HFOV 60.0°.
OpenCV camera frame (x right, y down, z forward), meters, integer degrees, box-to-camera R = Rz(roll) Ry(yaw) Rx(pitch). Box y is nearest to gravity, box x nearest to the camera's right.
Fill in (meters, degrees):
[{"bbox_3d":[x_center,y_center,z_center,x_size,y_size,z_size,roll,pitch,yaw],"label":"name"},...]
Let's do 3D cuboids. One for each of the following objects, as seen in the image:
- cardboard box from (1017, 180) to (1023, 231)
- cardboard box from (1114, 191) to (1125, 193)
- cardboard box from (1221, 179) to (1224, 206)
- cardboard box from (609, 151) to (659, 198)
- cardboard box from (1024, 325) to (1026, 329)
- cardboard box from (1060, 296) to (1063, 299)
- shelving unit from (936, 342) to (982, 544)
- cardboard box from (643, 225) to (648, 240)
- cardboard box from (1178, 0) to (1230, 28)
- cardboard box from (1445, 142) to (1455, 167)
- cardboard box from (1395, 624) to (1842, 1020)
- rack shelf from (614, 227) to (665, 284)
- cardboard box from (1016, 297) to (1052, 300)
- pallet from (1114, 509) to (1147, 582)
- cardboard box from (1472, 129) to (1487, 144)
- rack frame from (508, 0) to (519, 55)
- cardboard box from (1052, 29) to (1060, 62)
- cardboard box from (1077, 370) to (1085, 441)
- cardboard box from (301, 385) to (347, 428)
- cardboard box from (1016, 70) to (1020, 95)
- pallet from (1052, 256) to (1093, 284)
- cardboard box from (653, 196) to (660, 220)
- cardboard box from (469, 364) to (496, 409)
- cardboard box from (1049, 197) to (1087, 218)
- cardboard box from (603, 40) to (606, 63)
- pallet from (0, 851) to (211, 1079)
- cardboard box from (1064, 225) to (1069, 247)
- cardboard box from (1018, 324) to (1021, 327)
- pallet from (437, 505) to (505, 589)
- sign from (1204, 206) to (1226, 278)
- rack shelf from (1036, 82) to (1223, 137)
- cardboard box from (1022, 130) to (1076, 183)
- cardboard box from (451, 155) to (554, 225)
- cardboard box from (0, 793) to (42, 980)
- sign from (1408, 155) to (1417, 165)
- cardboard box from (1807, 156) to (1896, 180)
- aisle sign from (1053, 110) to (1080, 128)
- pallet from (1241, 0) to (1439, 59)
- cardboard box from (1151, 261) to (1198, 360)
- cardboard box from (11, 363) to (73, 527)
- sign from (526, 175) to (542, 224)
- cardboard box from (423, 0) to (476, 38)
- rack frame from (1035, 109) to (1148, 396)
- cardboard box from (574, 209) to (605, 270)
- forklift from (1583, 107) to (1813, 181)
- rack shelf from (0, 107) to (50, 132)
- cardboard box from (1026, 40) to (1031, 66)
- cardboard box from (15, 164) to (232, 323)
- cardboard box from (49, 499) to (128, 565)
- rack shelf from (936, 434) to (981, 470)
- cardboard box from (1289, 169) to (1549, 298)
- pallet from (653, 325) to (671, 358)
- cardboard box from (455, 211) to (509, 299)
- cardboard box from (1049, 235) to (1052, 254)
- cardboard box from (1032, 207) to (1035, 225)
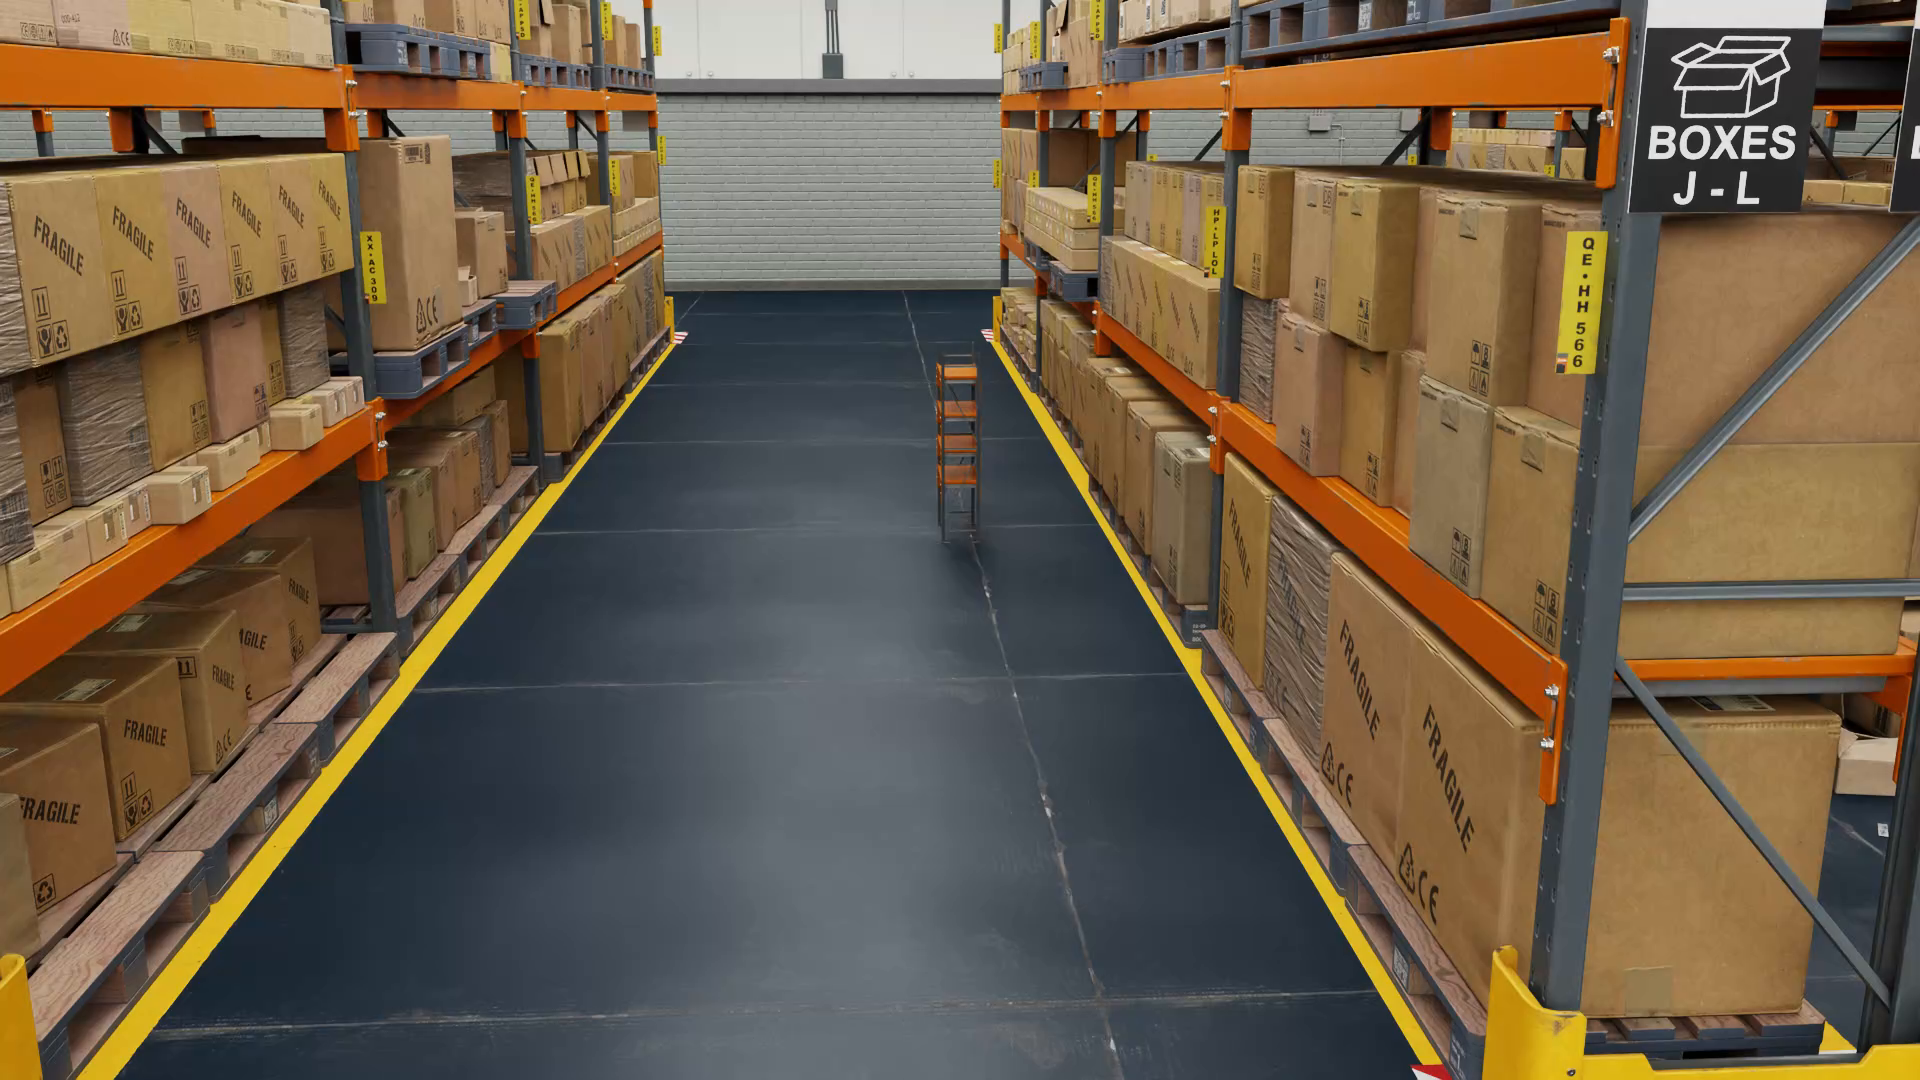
[{"bbox_3d":[0.857,-3.419,16.996,0.500,0.500,0.500,-1,14,-4],"label":"cardboard box"},{"bbox_3d":[1.498,-2.934,14.377,0.380,0.149,0.250,-1,14,-4],"label":"cardboard box"},{"bbox_3d":[1.689,-1.524,8.222,0.700,0.500,0.500,-1,14,-4],"label":"cardboard box"},{"bbox_3d":[-3.682,-4.118,18.712,0.500,0.500,0.500,-1,14,-3],"label":"cardboard box"},{"bbox_3d":[0.880,-2.225,17.436,0.380,0.149,0.250,-2,15,-6],"label":"cardboard box"},{"bbox_3d":[1.322,-2.644,18.468,0.380,0.149,0.250,-1,15,-6],"label":"cardboard box"},{"bbox_3d":[-0.010,-0.622,10.537,0.258,1.200,0.503,-1,14,-3],"label":"shelving unit"},{"bbox_3d":[-3.543,-3.277,17.748,0.380,0.149,0.250,-1,14,-3],"label":"cardboard box"},{"bbox_3d":[1.429,-2.803,8.640,0.500,0.250,0.500,-1,14,-4],"label":"cardboard box"},{"bbox_3d":[5.701,-4.234,18.756,0.500,0.500,0.500,-1,14,-5],"label":"cardboard box"},{"bbox_3d":[1.865,0.785,4.877,0.875,0.875,0.875,-1,14,-3],"label":"cardboard box"},{"bbox_3d":[-3.851,-2.955,17.435,1.077,0.370,4.000,-1,14,-3],"label":"rack shelf"},{"bbox_3d":[0.806,-2.567,18.167,0.380,0.149,0.250,0,14,-1],"label":"cardboard box"},{"bbox_3d":[1.524,-0.012,10.150,1.003,0.211,1.213,-1,14,-3],"label":"pallet"},{"bbox_3d":[5.716,-4.322,17.794,0.380,0.149,0.250,-1,14,-5],"label":"cardboard box"},{"bbox_3d":[-3.479,-4.717,10.798,1.000,3.000,0.127,-1,14,-3],"label":"rack frame"},{"bbox_3d":[1.075,-4.248,14.334,0.500,0.311,0.500,-1,14,-4],"label":"cardboard box"},{"bbox_3d":[1.176,-1.015,12.625,0.500,0.500,0.500,-1,14,-4],"label":"cardboard box"},{"bbox_3d":[-2.918,-0.583,7.278,0.380,0.149,0.250,-1,14,-3],"label":"cardboard box"},{"bbox_3d":[0.849,-4.729,17.168,0.500,0.250,0.500,-1,14,-4],"label":"cardboard box"},{"bbox_3d":[1.314,-2.261,13.681,1.003,0.211,1.213,-1,14,-3],"label":"pallet"},{"bbox_3d":[-3.680,-3.756,18.808,0.500,0.250,0.500,-1,14,-4],"label":"cardboard box"},{"bbox_3d":[-3.408,-1.011,11.063,0.500,0.250,0.500,0,14,-1],"label":"cardboard box"},{"bbox_3d":[0.912,-2.669,13.347,0.380,0.149,0.250,0,14,-1],"label":"cardboard box"},{"bbox_3d":[-3.864,-4.886,16.234,0.700,0.500,0.500,0,14,-1],"label":"cardboard box"},{"bbox_3d":[-3.003,1.307,5.021,1.003,0.211,1.213,-1,14,-3],"label":"pallet"},{"bbox_3d":[0.974,-2.271,12.396,0.380,0.149,0.250,0,14,-1],"label":"cardboard box"},{"bbox_3d":[0.833,-2.287,18.274,0.380,0.149,0.250,-1,14,-3],"label":"cardboard box"},{"bbox_3d":[-3.360,0.036,9.961,1.003,0.211,1.213,-1,14,-3],"label":"pallet"},{"bbox_3d":[1.185,-1.379,7.703,0.100,0.325,0.005,-1,14,-3],"label":"sign"},{"bbox_3d":[1.354,-3.464,13.395,1.077,0.370,4.000,-1,14,-3],"label":"rack shelf"},{"bbox_3d":[0.893,-3.775,16.375,0.500,0.500,0.500,-1,14,-5],"label":"cardboard box"},{"bbox_3d":[-3.546,-2.690,12.746,0.797,0.503,0.637,-1,14,-2],"label":"cardboard box"},{"bbox_3d":[-3.005,1.030,4.677,0.500,0.500,0.500,2,15,7],"label":"cardboard box"},{"bbox_3d":[5.362,-4.404,19.728,0.100,0.325,0.005,-1,14,-3],"label":"sign"},{"bbox_3d":[6.625,-2.623,12.495,0.500,0.500,0.500,-1,14,-5],"label":"cardboard box"},{"bbox_3d":[1.277,-5.134,19.243,0.394,0.787,0.004,-1,14,-3],"label":"aisle sign"},{"bbox_3d":[1.766,-2.074,6.725,1.003,0.211,1.213,-1,14,-3],"label":"pallet"},{"bbox_3d":[1.364,-1.293,9.332,0.500,0.500,0.500,-1,14,-3],"label":"cardboard box"},{"bbox_3d":[-3.141,-0.274,4.773,0.875,0.500,0.500,-1,14,-3],"label":"cardboard box"},{"bbox_3d":[-2.938,-2.344,11.453,0.100,0.325,0.005,-1,14,-3],"label":"sign"},{"bbox_3d":[-3.142,-3.189,9.677,0.500,0.500,0.500,-1,14,-2],"label":"cardboard box"},{"bbox_3d":[1.230,-2.857,15.612,1.000,3.000,0.127,-1,14,-3],"label":"rack frame"},{"bbox_3d":[-3.401,-2.619,14.485,0.500,0.500,0.500,0,14,-2],"label":"cardboard box"},{"bbox_3d":[4.536,-1.426,10.186,3.031,2.935,1.130,7,16,24],"label":"forklift"},{"bbox_3d":[-8.546,-3.336,12.898,1.077,0.370,4.000,-1,14,-3],"label":"rack shelf"},{"bbox_3d":[0.927,-4.720,16.129,0.500,0.250,0.500,-1,15,-6],"label":"cardboard box"},{"bbox_3d":[-2.839,-1.012,5.637,0.500,0.500,0.500,-1,14,-3],"label":"cardboard box"},{"bbox_3d":[-2.805,-0.023,5.102,0.380,0.149,0.250,-1,14,-3],"label":"cardboard box"},{"bbox_3d":[-0.010,-0.557,10.554,0.258,0.148,0.480,-1,14,-3],"label":"rack shelf"},{"bbox_3d":[1.864,-1.236,6.843,0.875,0.550,0.550,-1,14,-3],"label":"cardboard box"},{"bbox_3d":[-3.847,-2.253,18.858,1.003,0.211,1.213,-1,14,-3],"label":"pallet"},{"bbox_3d":[-3.271,-1.792,10.428,0.700,0.500,0.500,1,14,5],"label":"cardboard box"},{"bbox_3d":[0.914,-2.379,13.414,0.380,0.149,0.250,0,14,-2],"label":"cardboard box"},{"bbox_3d":[0.830,-2.849,14.646,0.380,0.149,0.250,-1,14,-2],"label":"cardboard box"}]
